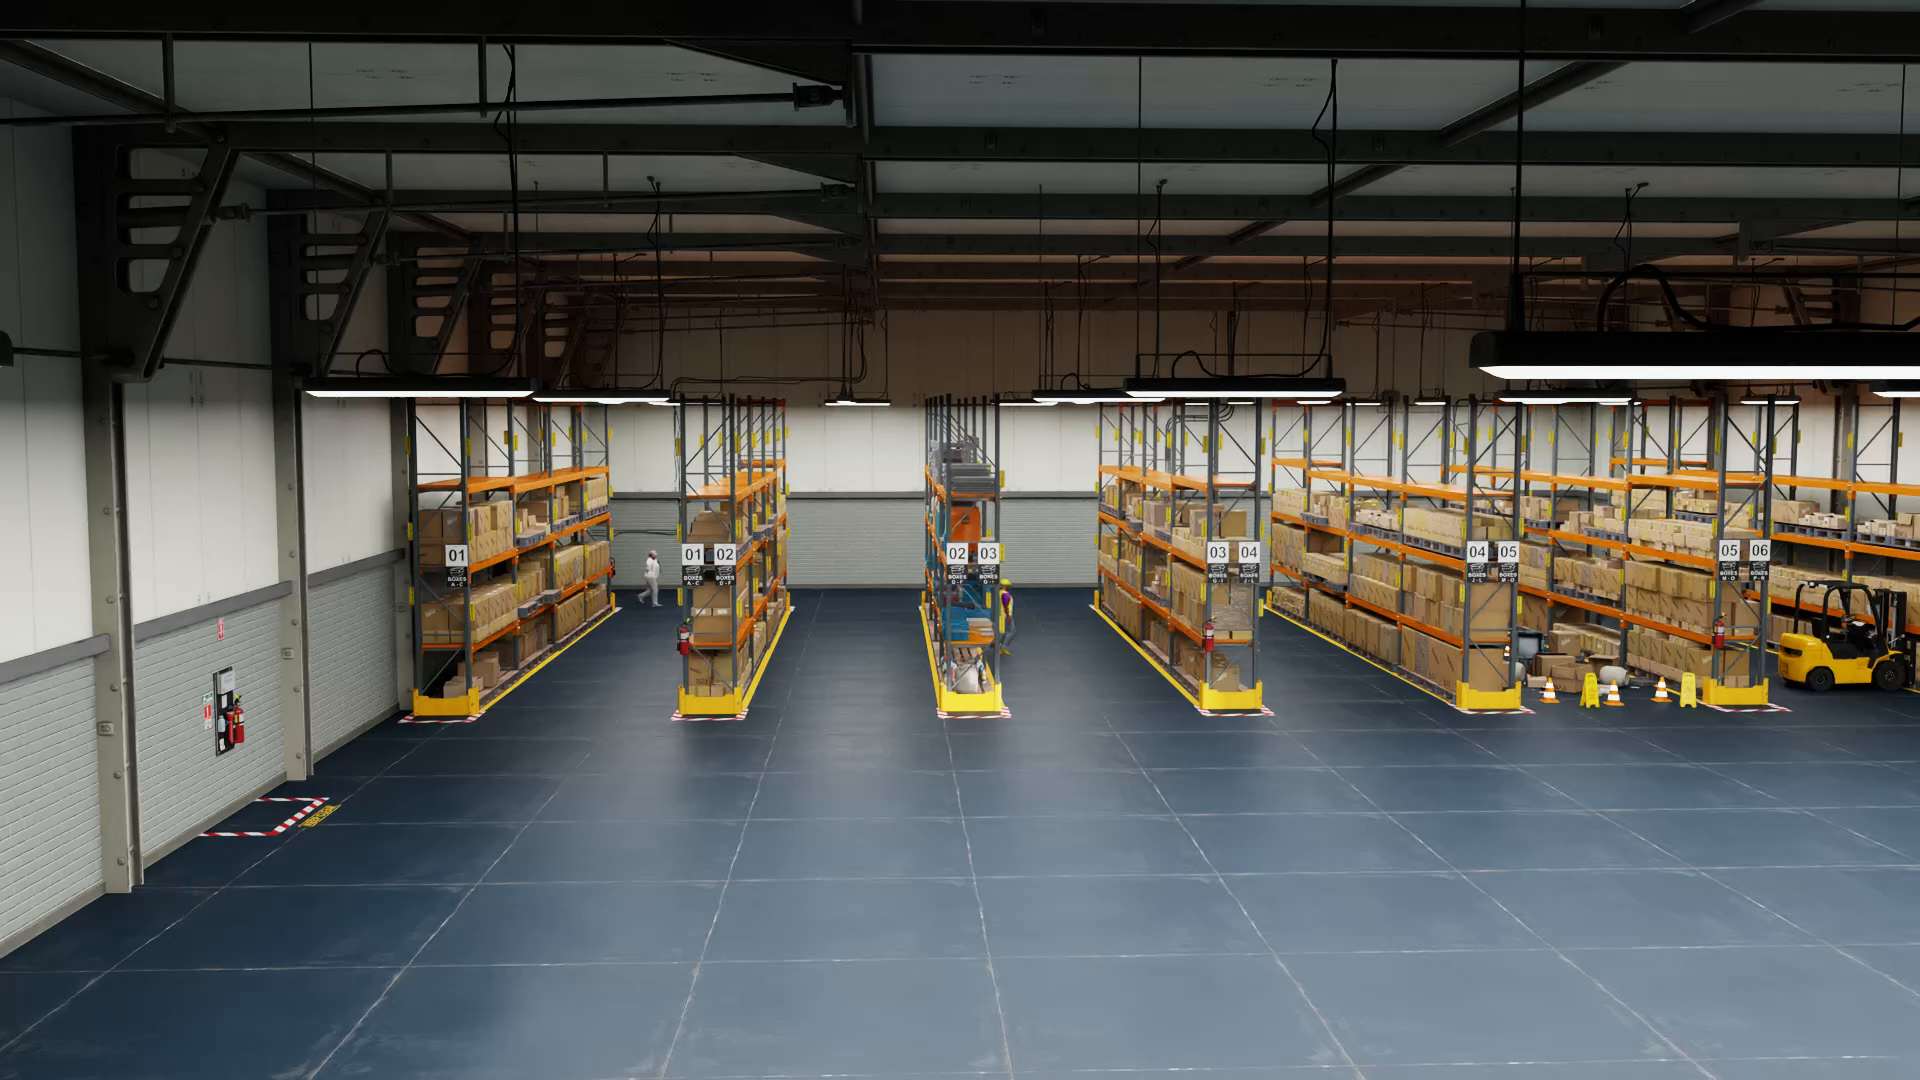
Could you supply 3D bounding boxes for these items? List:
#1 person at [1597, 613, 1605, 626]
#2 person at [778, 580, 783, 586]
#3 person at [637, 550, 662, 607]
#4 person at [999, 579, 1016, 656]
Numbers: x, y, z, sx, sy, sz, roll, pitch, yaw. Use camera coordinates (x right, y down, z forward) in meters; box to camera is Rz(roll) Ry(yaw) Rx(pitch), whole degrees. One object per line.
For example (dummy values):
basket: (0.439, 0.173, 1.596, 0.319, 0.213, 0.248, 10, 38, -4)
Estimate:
person: (16.504, 1.539, 42.671, 0.462, 1.685, 0.618, 0, 5, -6)
person: (-5.386, 1.020, 48.619, 1.105, 1.737, 0.517, 2, 5, 22)
person: (-8.980, 1.098, 48.112, 0.806, 1.627, 0.496, 1, 5, 9)
person: (1.057, 1.788, 38.737, 0.397, 1.780, 0.648, -2, 5, -19)
